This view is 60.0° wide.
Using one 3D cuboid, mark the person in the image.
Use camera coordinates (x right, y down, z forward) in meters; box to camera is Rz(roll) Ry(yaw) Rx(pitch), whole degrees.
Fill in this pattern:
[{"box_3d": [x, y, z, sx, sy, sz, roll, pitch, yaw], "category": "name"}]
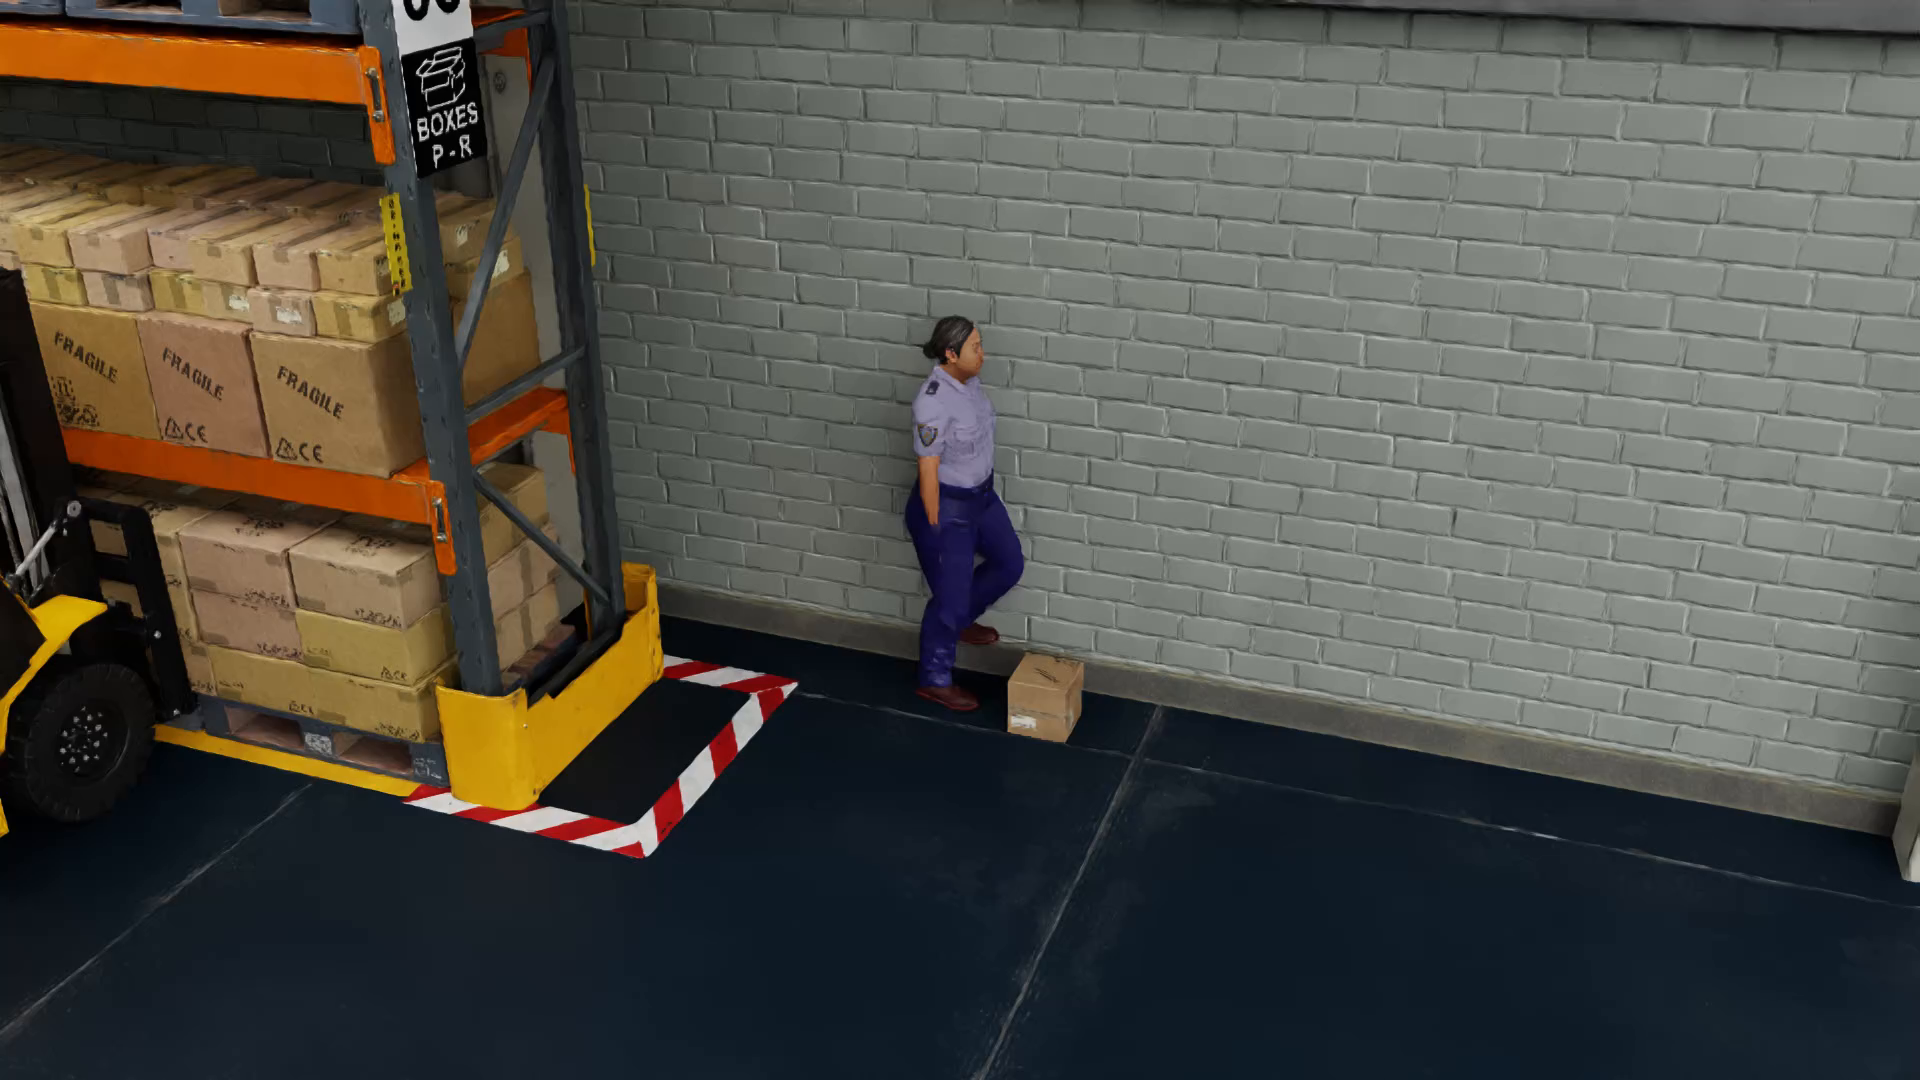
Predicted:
[{"box_3d": [0.026, -0.121, 6.891, 0.452, 1.638, 0.495, 9, 27, 19], "category": "person"}]
